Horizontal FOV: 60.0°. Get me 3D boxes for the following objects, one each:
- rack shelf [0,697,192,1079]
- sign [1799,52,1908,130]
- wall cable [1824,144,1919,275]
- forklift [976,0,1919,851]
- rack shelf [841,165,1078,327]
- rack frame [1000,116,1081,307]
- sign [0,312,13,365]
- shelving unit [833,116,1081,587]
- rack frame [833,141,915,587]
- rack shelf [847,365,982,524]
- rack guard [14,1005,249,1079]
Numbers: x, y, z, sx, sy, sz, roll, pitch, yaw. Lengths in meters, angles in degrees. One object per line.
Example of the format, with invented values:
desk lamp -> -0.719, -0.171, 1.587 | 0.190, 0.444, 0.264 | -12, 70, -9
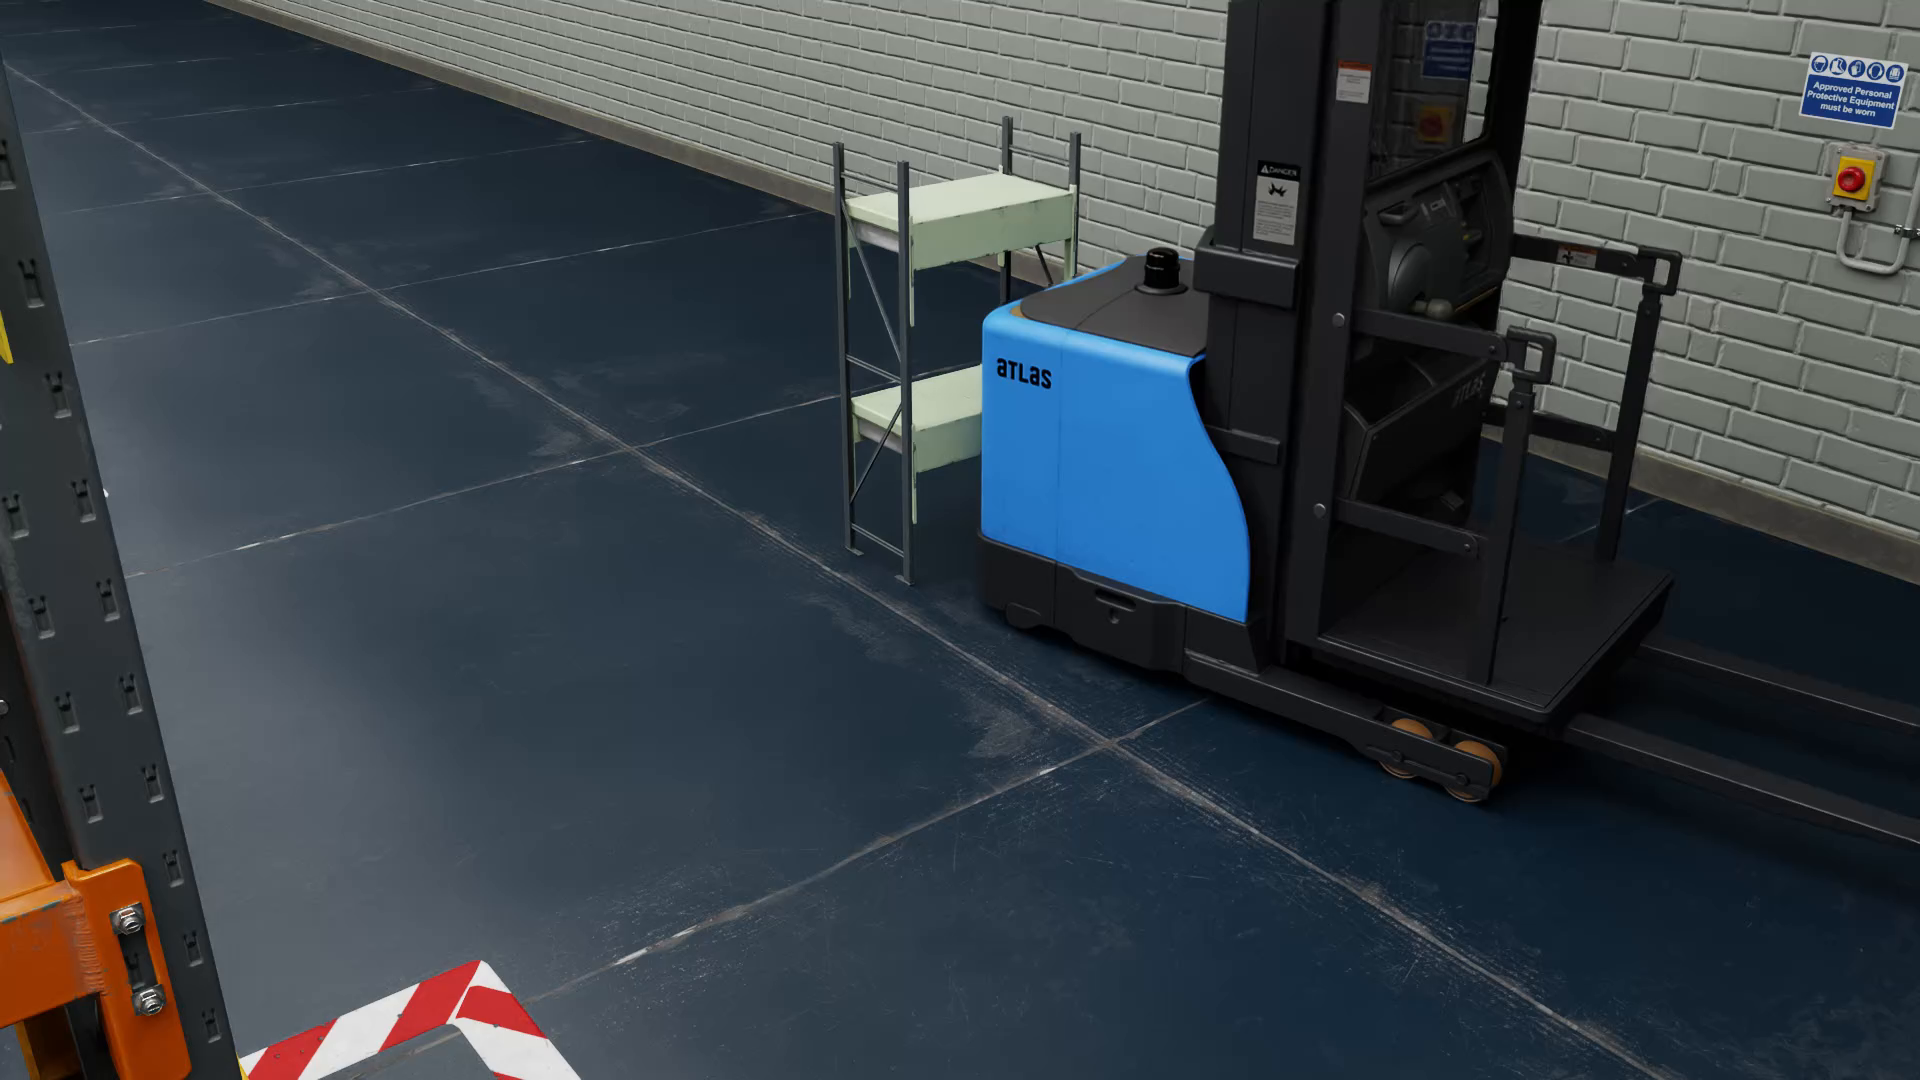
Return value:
rack shelf -> -2.973, 0.939, 1.519 | 4.000, 0.370, 1.077 | -18, 31, -34
sign -> 3.042, -1.534, 5.671 | 0.001, 0.218, 0.327 | -18, 31, -34
wall cable -> 3.024, -1.855, 5.439 | 0.123, 1.953, 0.585 | -18, 31, -34
forklift -> 1.523, -0.847, 4.594 | 3.031, 2.935, 1.130 | 19, 31, 34
rack shelf -> -0.005, -1.033, 5.766 | 0.720, 0.370, 0.431 | -18, 31, -34
rack frame -> 0.283, -0.774, 6.135 | 0.023, 1.500, 0.400 | -18, 31, -34
sign -> -1.075, -0.356, 1.798 | 0.005, 0.325, 0.100 | -18, 31, -34
shelving unit -> -0.005, -0.679, 5.931 | 0.755, 1.500, 0.431 | -18, 31, -34
rack frame -> -0.293, -0.583, 5.726 | 0.023, 1.500, 0.400 | -18, 31, -34
rack shelf -> -0.005, -0.383, 6.068 | 0.720, 0.370, 0.431 | -18, 31, -34
rack guard -> -1.380, 1.221, 3.026 | 0.348, 0.500, 1.175 | -18, 31, -34
